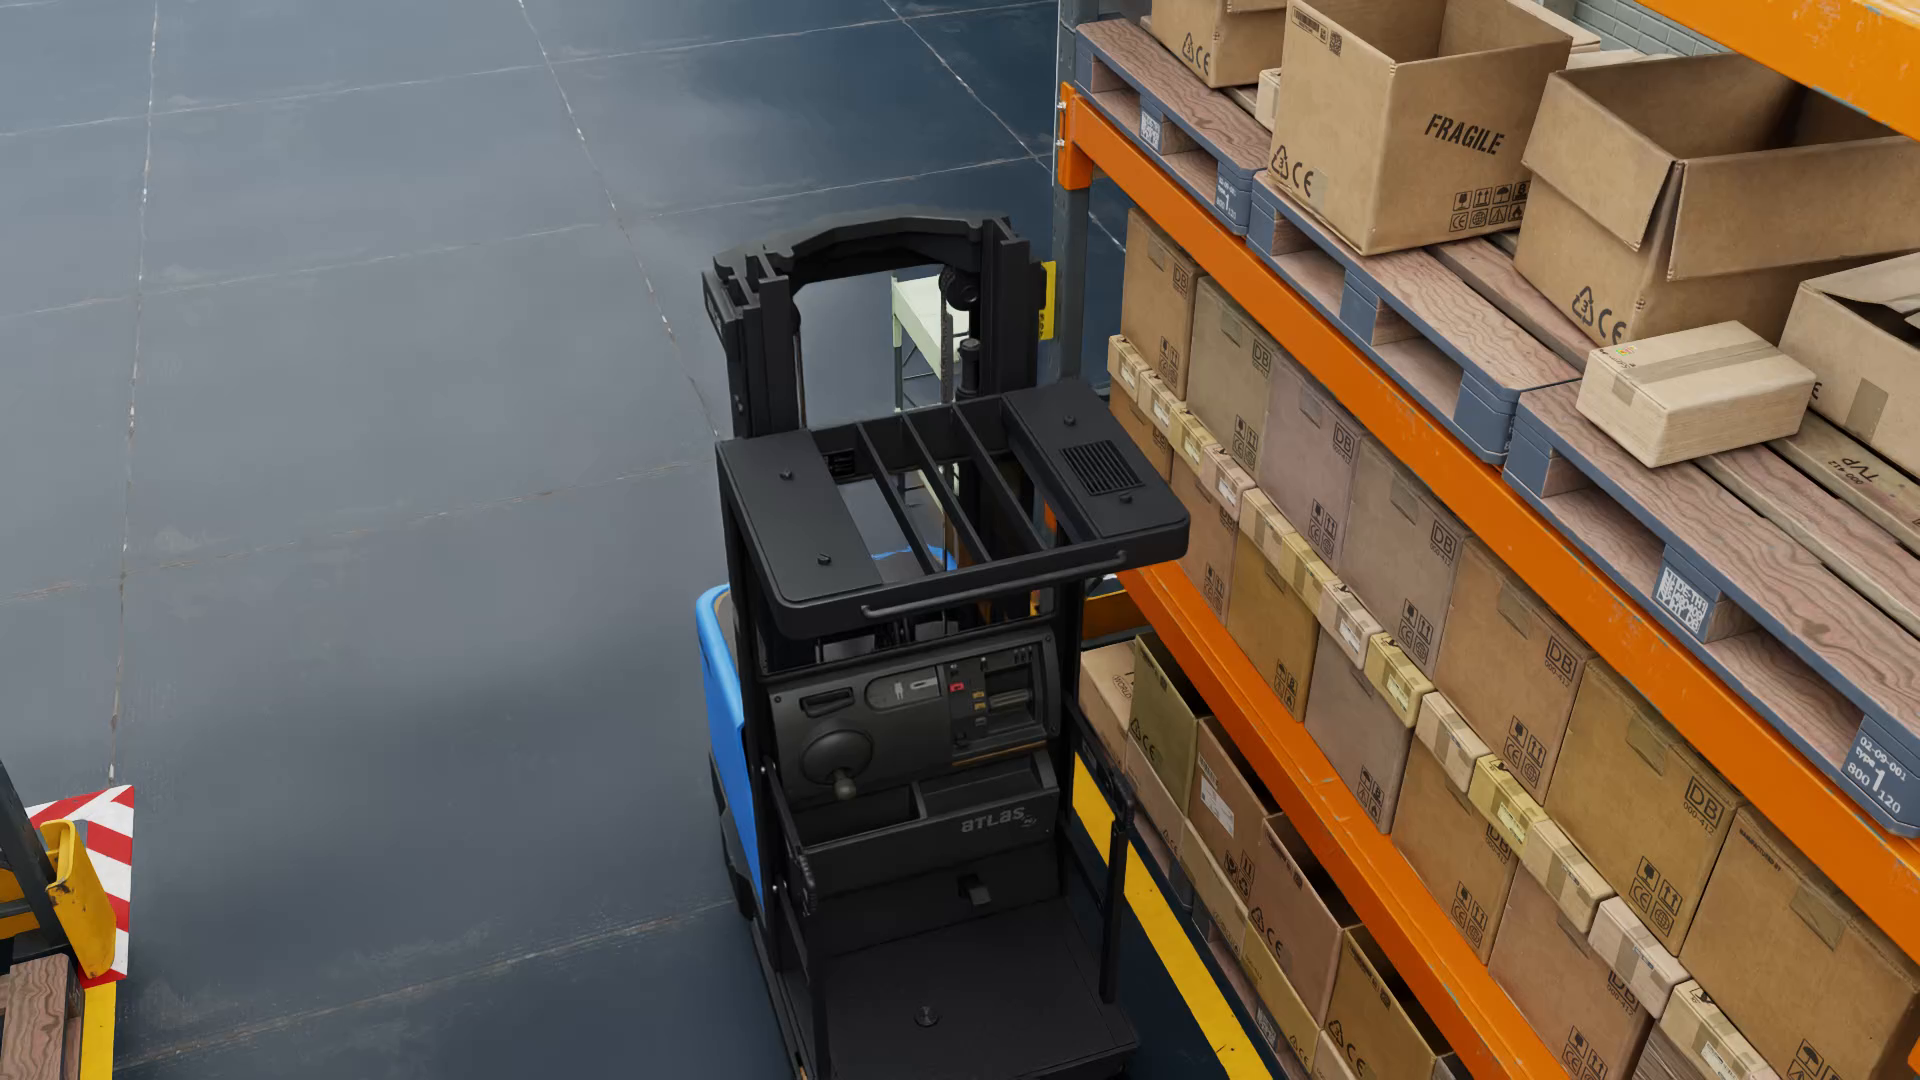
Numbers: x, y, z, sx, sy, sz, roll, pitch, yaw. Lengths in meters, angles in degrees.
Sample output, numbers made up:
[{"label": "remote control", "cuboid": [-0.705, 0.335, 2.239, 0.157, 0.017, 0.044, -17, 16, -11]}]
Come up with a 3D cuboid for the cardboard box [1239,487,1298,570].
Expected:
[{"label": "cardboard box", "cuboid": [1.119, -0.072, 5.291, 0.380, 0.149, 0.250, -14, 39, -17]}]

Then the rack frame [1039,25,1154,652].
[{"label": "rack frame", "cuboid": [0.830, -0.622, 6.644, 1.000, 3.000, 0.127, -12, 39, -16]}]

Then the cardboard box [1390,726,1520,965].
[{"label": "cardboard box", "cuboid": [1.691, 0.767, 4.716, 0.700, 0.500, 0.500, -12, 39, -15]}]

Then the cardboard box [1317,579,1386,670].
[{"label": "cardboard box", "cuboid": [1.291, 0.213, 4.912, 0.380, 0.149, 0.250, -12, 39, -16]}]

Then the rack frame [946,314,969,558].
[{"label": "rack frame", "cuboid": [0.124, -0.396, 7.590, 0.400, 1.500, 0.023, -12, 39, -16]}]

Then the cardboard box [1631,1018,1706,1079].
[{"label": "cardboard box", "cuboid": [2.047, 1.348, 3.945, 0.700, 0.500, 0.500, -13, 39, -17]}]

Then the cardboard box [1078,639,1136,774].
[{"label": "cardboard box", "cuboid": [0.805, 0.657, 6.881, 0.500, 0.250, 0.500, -12, 39, -16]}]

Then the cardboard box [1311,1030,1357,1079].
[{"label": "cardboard box", "cuboid": [1.493, 1.787, 5.381, 0.500, 0.250, 0.500, -12, 39, -16]}]

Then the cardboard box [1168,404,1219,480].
[{"label": "cardboard box", "cuboid": [0.940, -0.365, 5.680, 0.380, 0.149, 0.250, -12, 39, -16]}]

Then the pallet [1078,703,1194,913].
[{"label": "pallet", "cuboid": [1.132, 0.915, 6.921, 1.003, 0.211, 1.213, -12, 39, -16]}]

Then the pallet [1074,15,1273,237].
[{"label": "pallet", "cuboid": [1.049, -1.380, 5.230, 1.003, 0.211, 1.213, -12, 39, -16]}]

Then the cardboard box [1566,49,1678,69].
[{"label": "cardboard box", "cuboid": [1.665, -1.099, 4.391, 0.500, 0.311, 0.500, -8, 38, -11]}]

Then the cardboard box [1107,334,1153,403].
[{"label": "cardboard box", "cuboid": [0.762, -0.655, 6.065, 0.380, 0.149, 0.250, -13, 39, -16]}]

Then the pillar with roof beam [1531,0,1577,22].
[{"label": "pillar with roof beam", "cuboid": [0.426, -6.328, 9.232, 9.100, 9.000, 0.400, -12, 39, -16]}]

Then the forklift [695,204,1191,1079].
[{"label": "forklift", "cuboid": [-0.058, 0.618, 5.054, 1.130, 2.935, 3.031, -12, 39, -15]}]

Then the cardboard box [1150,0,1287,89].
[{"label": "cardboard box", "cuboid": [1.023, -1.760, 5.109, 0.797, 0.503, 0.637, -10, 38, -13]}]

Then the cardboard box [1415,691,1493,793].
[{"label": "cardboard box", "cuboid": [1.476, 0.511, 4.516, 0.380, 0.149, 0.250, -11, 38, -15]}]

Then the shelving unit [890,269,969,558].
[{"label": "shelving unit", "cuboid": [-0.002, -0.603, 7.864, 0.431, 1.500, 0.755, -12, 39, -16]}]

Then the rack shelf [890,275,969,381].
[{"label": "rack shelf", "cuboid": [-0.002, -0.915, 7.629, 0.431, 0.370, 0.720, -12, 39, -16]}]

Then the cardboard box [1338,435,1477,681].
[{"label": "cardboard box", "cuboid": [1.529, -0.021, 4.684, 0.700, 0.500, 0.500, -12, 39, -16]}]

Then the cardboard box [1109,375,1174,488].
[{"label": "cardboard box", "cuboid": [0.978, -0.396, 6.260, 0.700, 0.500, 0.500, -12, 39, -16]}]

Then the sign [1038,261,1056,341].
[{"label": "sign", "cuboid": [0.306, -0.888, 6.211, 0.100, 0.325, 0.005, -12, 39, -16]}]

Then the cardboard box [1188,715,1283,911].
[{"label": "cardboard box", "cuboid": [1.163, 0.919, 5.910, 0.500, 0.500, 0.500, -12, 39, -16]}]

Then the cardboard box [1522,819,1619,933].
[{"label": "cardboard box", "cuboid": [1.644, 0.793, 4.142, 0.380, 0.149, 0.250, -13, 39, -16]}]

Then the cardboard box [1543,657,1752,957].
[{"label": "cardboard box", "cuboid": [1.872, 0.545, 3.933, 0.700, 0.500, 0.500, -13, 39, -16]}]

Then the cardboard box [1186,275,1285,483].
[{"label": "cardboard box", "cuboid": [1.182, -0.588, 5.437, 0.700, 0.500, 0.500, -13, 39, -17]}]

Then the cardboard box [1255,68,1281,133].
[{"label": "cardboard box", "cuboid": [1.069, -1.243, 4.717, 0.380, 0.149, 0.250, -12, 39, -16]}]

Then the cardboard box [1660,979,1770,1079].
[{"label": "cardboard box", "cuboid": [1.828, 1.089, 3.750, 0.380, 0.149, 0.250, -13, 39, -17]}]

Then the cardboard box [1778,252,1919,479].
[{"label": "cardboard box", "cuboid": [2.095, -0.393, 3.455, 0.500, 0.311, 0.500, -15, 39, -18]}]

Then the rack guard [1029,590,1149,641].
[{"label": "rack guard", "cuboid": [0.821, 0.362, 7.414, 1.175, 0.500, 0.348, -12, 39, -16]}]

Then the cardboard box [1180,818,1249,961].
[{"label": "cardboard box", "cuboid": [1.152, 1.221, 6.132, 0.500, 0.250, 0.500, -12, 39, -16]}]

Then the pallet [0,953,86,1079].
[{"label": "pallet", "cuboid": [-3.478, 2.008, 5.469, 1.003, 0.211, 1.213, -12, 39, -16]}]

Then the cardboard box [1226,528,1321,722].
[{"label": "cardboard box", "cuboid": [1.329, 0.181, 5.493, 0.700, 0.500, 0.500, -12, 39, -16]}]

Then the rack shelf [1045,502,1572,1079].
[{"label": "rack shelf", "cuboid": [1.518, 0.795, 5.360, 1.077, 0.370, 4.000, -12, 39, -16]}]

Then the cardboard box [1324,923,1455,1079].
[{"label": "cardboard box", "cuboid": [1.505, 1.485, 5.159, 0.500, 0.500, 0.500, -12, 39, -16]}]
